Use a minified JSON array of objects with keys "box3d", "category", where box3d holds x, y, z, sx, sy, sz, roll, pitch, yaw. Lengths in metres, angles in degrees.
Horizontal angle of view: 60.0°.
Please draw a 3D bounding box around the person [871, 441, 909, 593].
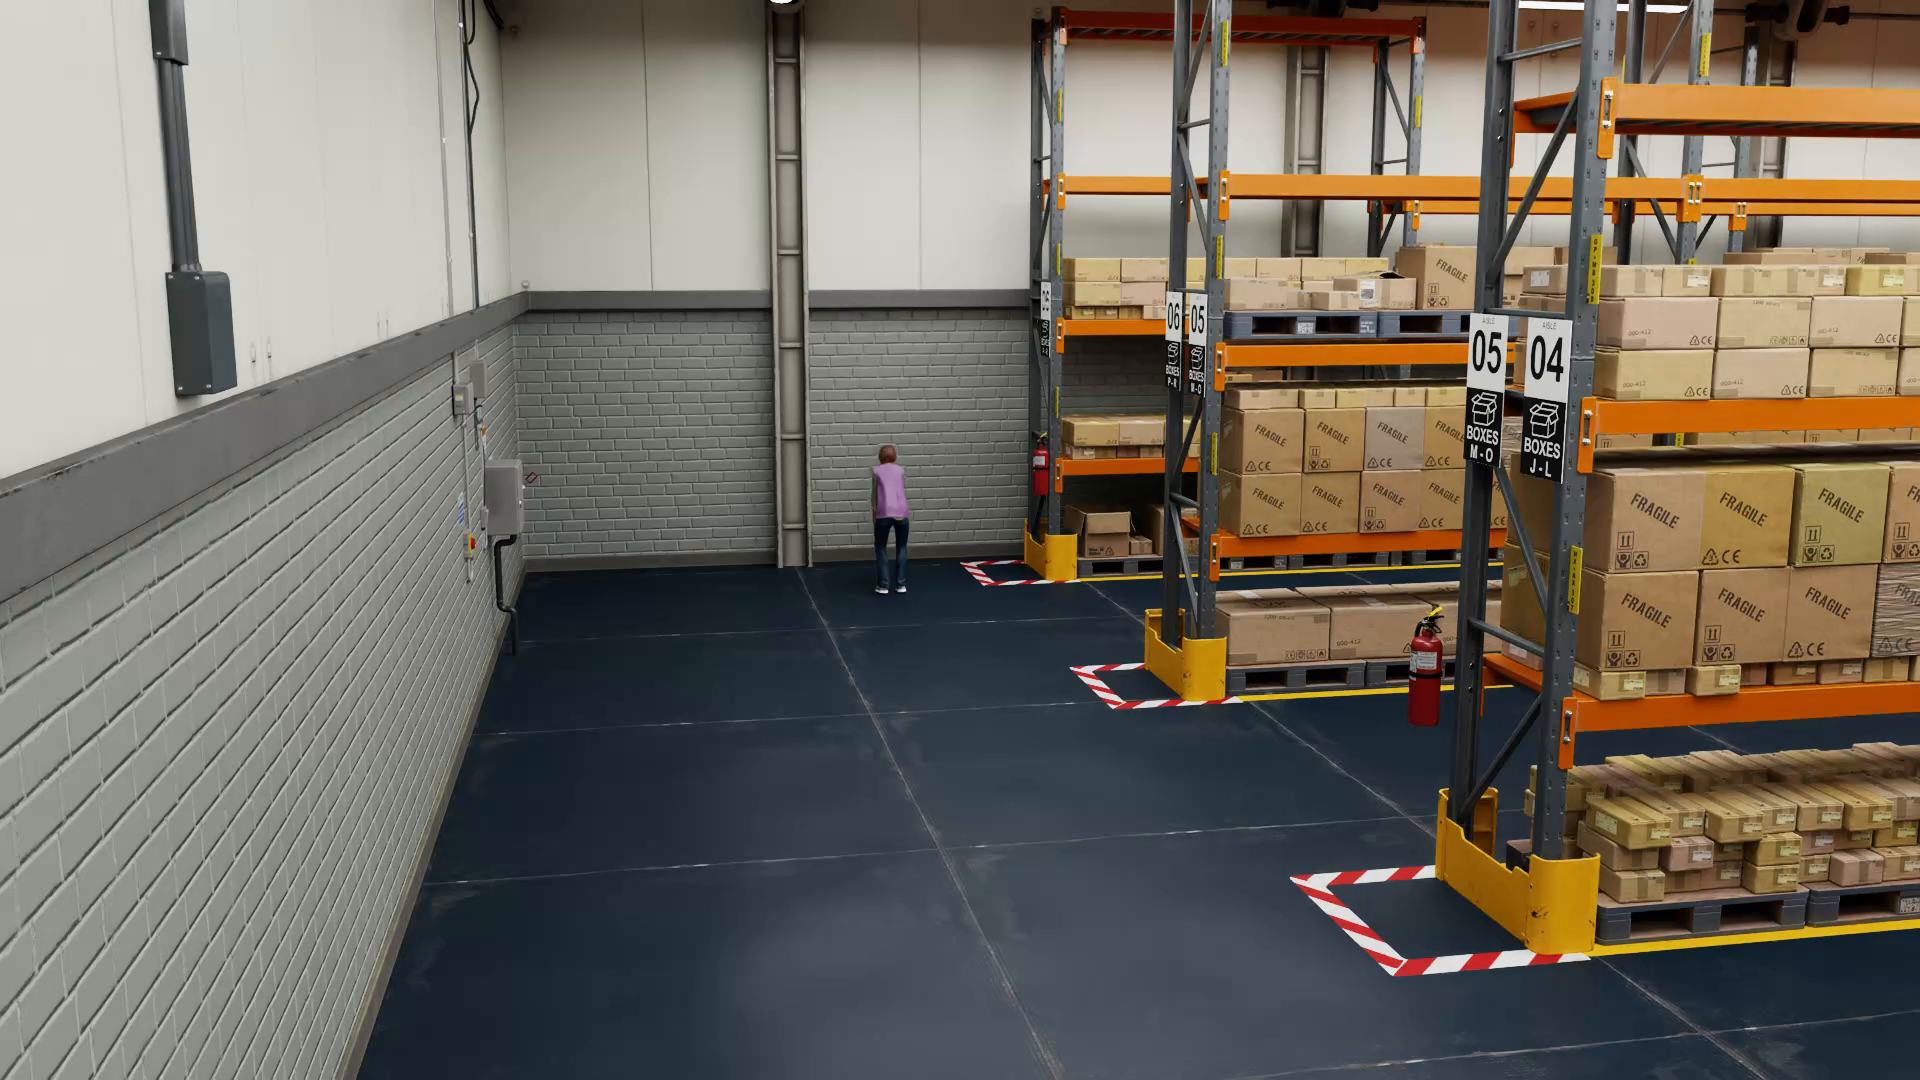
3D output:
[{"box3d":[-0.731,-0.244,17.345,0.383,1.599,0.494,-2,10,-11],"category":"person"}]
